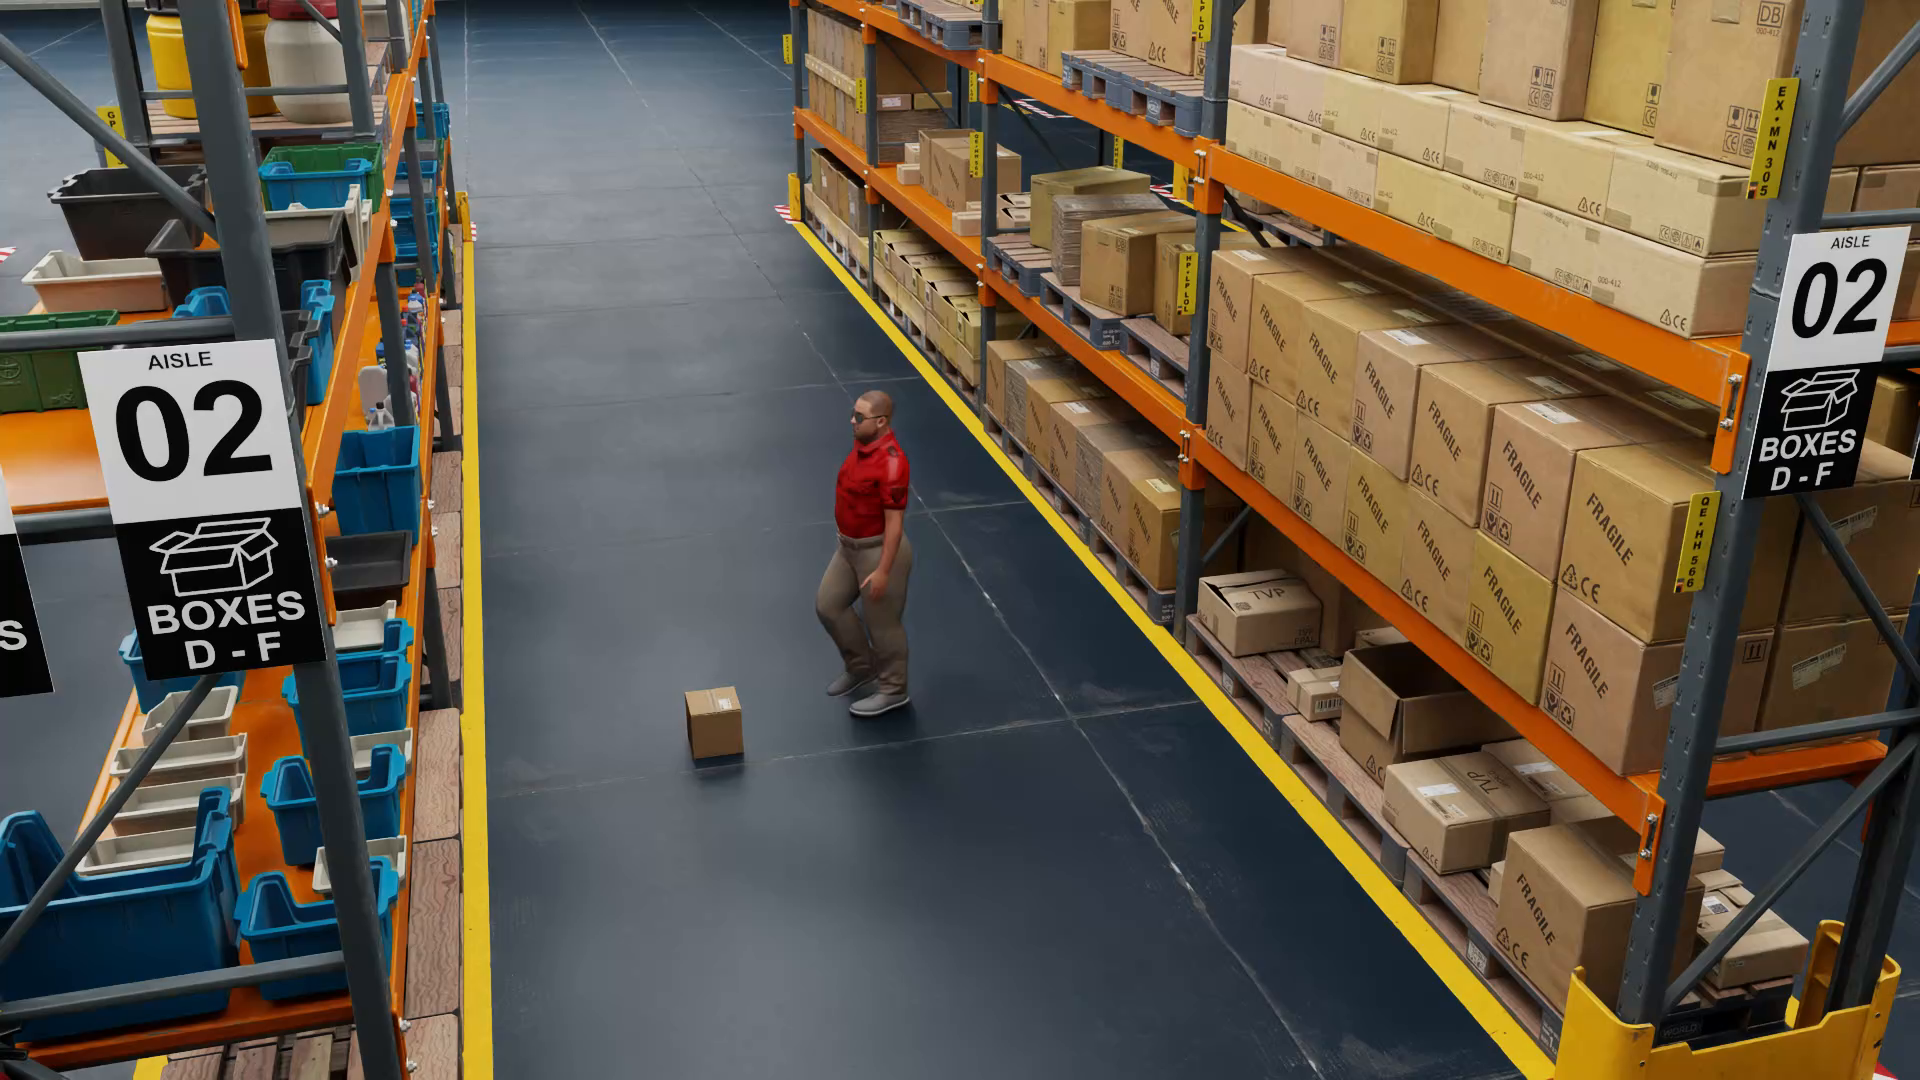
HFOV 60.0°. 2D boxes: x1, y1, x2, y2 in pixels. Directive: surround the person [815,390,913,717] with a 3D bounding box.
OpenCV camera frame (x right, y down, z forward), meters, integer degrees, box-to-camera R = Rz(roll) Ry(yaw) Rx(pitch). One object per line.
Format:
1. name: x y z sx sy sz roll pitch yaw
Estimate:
1. person: -0.478 0.097 8.417 0.435 1.762 0.576 -10 25 -23
